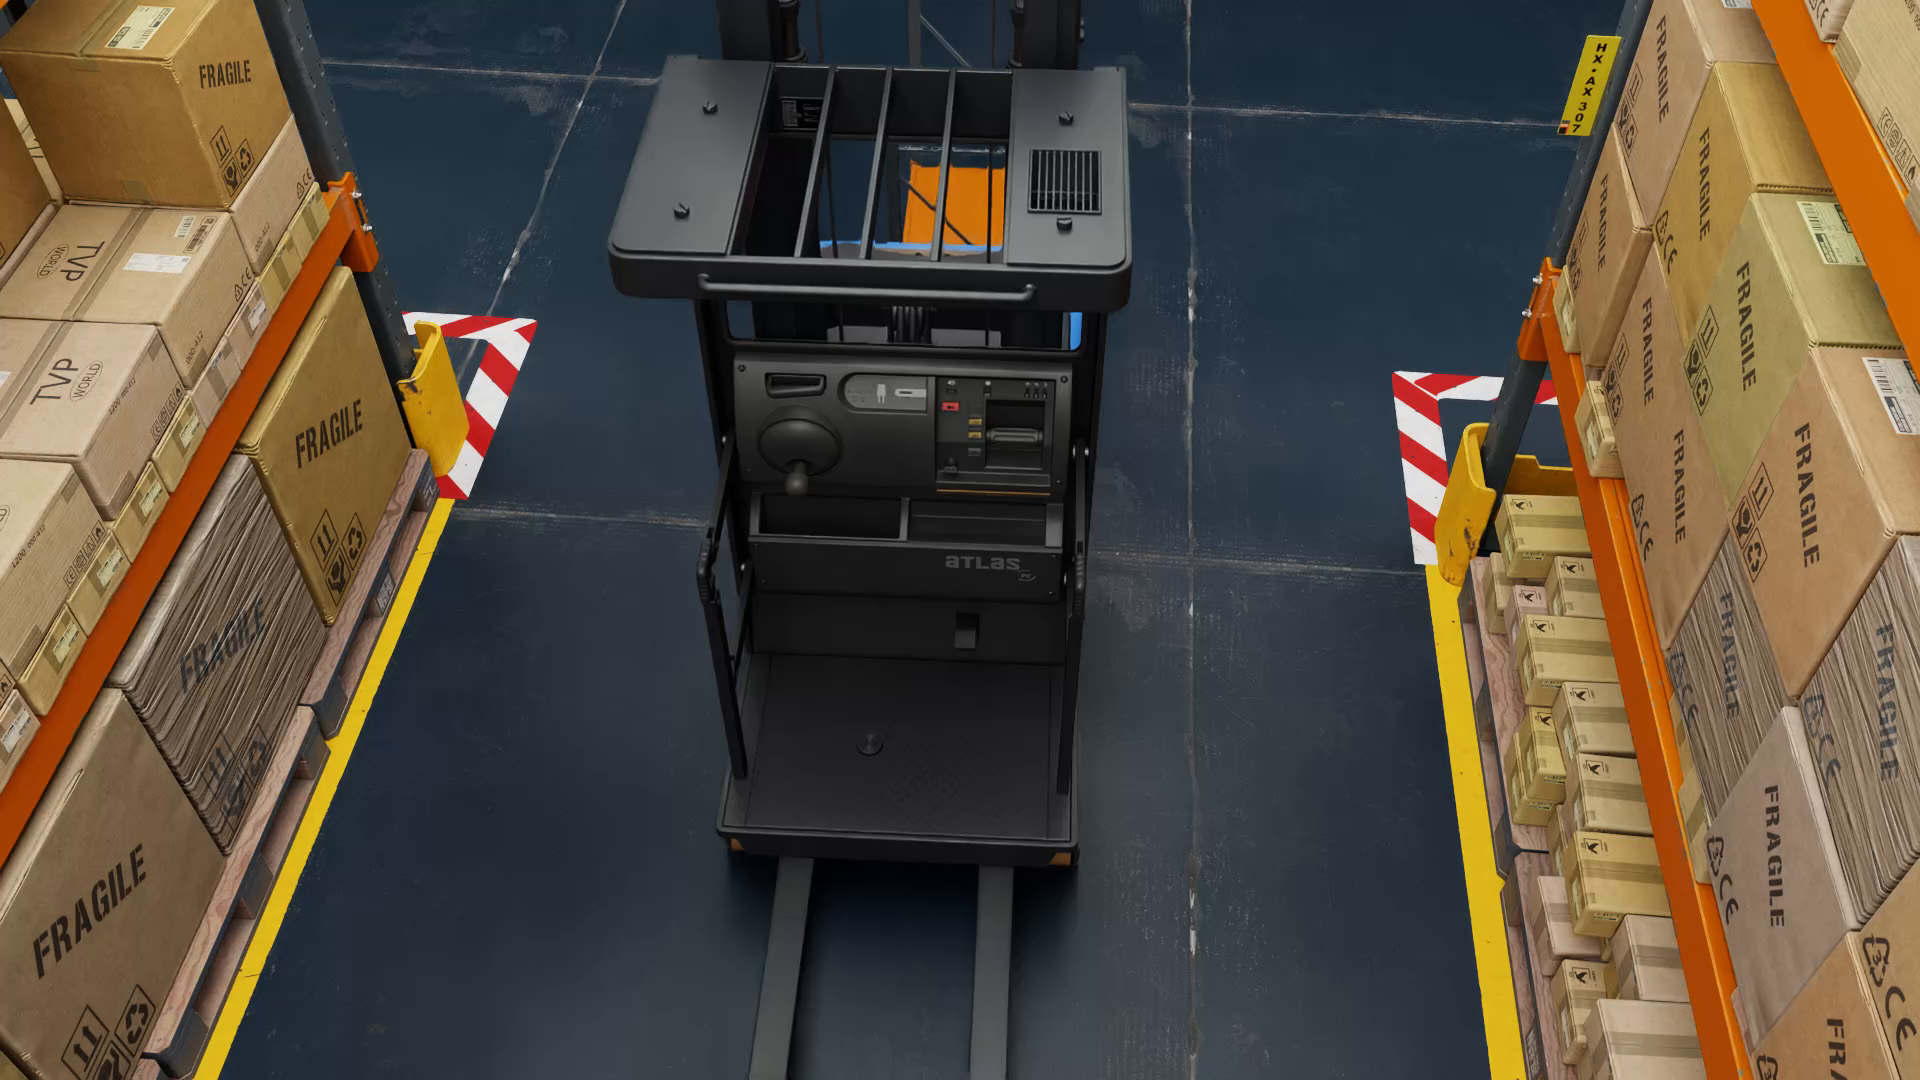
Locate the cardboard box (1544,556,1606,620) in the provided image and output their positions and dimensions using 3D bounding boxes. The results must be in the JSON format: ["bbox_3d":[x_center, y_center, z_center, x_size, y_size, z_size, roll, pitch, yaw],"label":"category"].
[{"bbox_3d":[2.080,0.203,5.276,0.380,0.149,0.250,5,48,4],"label":"cardboard box"}]

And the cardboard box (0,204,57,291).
[{"bbox_3d":[-2.912,-0.730,4.785,0.500,0.250,0.500,3,48,3],"label":"cardboard box"}]

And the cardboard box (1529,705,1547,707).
[{"bbox_3d":[2.047,0.575,5.338,0.380,0.149,0.250,4,48,4],"label":"cardboard box"}]

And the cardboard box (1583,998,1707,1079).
[{"bbox_3d":[1.826,1.327,4.247,0.380,0.149,0.250,2,48,2],"label":"cardboard box"}]

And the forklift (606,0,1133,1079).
[{"bbox_3d":[-0.167,-0.208,4.454,1.130,2.935,3.031,2,48,2],"label":"forklift"}]

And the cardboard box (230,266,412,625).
[{"bbox_3d":[-2.537,-0.346,5.689,0.875,0.875,0.875,4,48,4],"label":"cardboard box"}]

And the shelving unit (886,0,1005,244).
[{"bbox_3d":[0.030,-1.242,6.369,0.587,1.500,1.083,2,48,2],"label":"shelving unit"}]

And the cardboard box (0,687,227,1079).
[{"bbox_3d":[-2.701,0.977,4.479,0.875,0.875,0.875,4,48,4],"label":"cardboard box"}]

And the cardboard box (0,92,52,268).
[{"bbox_3d":[-2.917,-0.998,4.522,0.500,0.500,0.500,3,48,3],"label":"cardboard box"}]

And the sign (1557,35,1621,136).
[{"bbox_3d":[1.831,-1.318,4.836,0.100,0.325,0.005,4,48,4],"label":"sign"}]

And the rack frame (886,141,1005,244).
[{"bbox_3d":[0.003,-0.861,6.021,0.500,1.500,0.032,2,48,2],"label":"rack frame"}]

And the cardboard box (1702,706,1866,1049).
[{"bbox_3d":[1.865,0.695,3.313,0.500,0.500,0.500,4,48,3],"label":"cardboard box"}]

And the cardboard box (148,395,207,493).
[{"bbox_3d":[-2.355,-0.278,4.642,0.380,0.149,0.250,3,48,3],"label":"cardboard box"}]

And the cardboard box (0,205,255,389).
[{"bbox_3d":[-2.385,-0.700,4.758,0.500,0.250,0.500,3,48,3],"label":"cardboard box"}]

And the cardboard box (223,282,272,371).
[{"bbox_3d":[-2.309,-0.652,4.984,0.380,0.149,0.250,4,48,4],"label":"cardboard box"}]

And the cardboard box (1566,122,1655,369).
[{"bbox_3d":[2.055,-0.812,4.691,0.500,0.500,0.500,6,48,5],"label":"cardboard box"}]

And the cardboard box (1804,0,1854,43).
[{"bbox_3d":[2.024,-1.252,3.431,0.500,0.250,0.500,5,48,5],"label":"cardboard box"}]

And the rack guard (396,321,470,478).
[{"bbox_3d":[-2.556,-0.571,6.433,1.175,0.500,0.348,4,48,4],"label":"rack guard"}]

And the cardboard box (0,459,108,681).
[{"bbox_3d":[-2.475,0.057,4.065,0.500,0.250,0.500,4,48,4],"label":"cardboard box"}]

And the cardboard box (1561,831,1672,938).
[{"bbox_3d":[1.885,0.961,4.582,0.380,0.149,0.250,5,48,4],"label":"cardboard box"}]

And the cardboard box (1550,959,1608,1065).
[{"bbox_3d":[1.877,1.332,4.646,0.380,0.149,0.250,4,48,4],"label":"cardboard box"}]

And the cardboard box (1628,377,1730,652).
[{"bbox_3d":[1.975,-0.058,4.001,0.500,0.500,0.500,4,48,4],"label":"cardboard box"}]

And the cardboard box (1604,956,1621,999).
[{"bbox_3d":[1.974,1.264,4.507,0.380,0.149,0.250,6,48,5],"label":"cardboard box"}]

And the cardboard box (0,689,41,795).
[{"bbox_3d":[-2.447,0.480,3.949,0.380,0.149,0.250,4,48,4],"label":"cardboard box"}]

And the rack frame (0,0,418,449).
[{"bbox_3d":[-2.559,-1.397,5.495,1.000,3.000,0.127,4,48,4],"label":"rack frame"}]

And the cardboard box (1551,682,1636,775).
[{"bbox_3d":[1.989,0.568,4.942,0.380,0.149,0.250,2,48,2],"label":"cardboard box"}]

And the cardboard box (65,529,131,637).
[{"bbox_3d":[-2.403,0.095,4.301,0.380,0.149,0.250,5,48,4],"label":"cardboard box"}]

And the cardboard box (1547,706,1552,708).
[{"bbox_3d":[2.053,0.482,5.222,0.380,0.149,0.250,4,48,4],"label":"cardboard box"}]

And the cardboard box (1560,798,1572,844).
[{"bbox_3d":[1.992,0.864,4.872,0.380,0.149,0.250,2,48,2],"label":"cardboard box"}]

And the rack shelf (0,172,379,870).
[{"bbox_3d":[-2.741,0.315,4.416,1.077,0.370,4.000,4,48,4],"label":"rack shelf"}]

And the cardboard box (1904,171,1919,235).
[{"bbox_3d":[1.932,-0.494,2.738,0.500,0.250,0.500,4,48,3],"label":"cardboard box"}]

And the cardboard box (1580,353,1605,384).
[{"bbox_3d":[2.034,-0.499,4.843,0.380,0.149,0.250,5,48,5],"label":"cardboard box"}]

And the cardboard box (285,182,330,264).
[{"bbox_3d":[-2.263,-1.028,5.328,0.380,0.149,0.250,5,48,4],"label":"cardboard box"}]

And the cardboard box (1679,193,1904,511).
[{"bbox_3d":[1.957,-0.397,3.633,0.500,0.500,0.500,3,48,3],"label":"cardboard box"}]

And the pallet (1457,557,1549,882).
[{"bbox_3d":[2.255,0.602,5.556,1.003,0.211,1.213,4,48,4],"label":"pallet"}]

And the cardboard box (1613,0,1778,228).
[{"bbox_3d":[2.066,-1.149,4.321,0.500,0.500,0.500,4,48,3],"label":"cardboard box"}]

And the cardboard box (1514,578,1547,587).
[{"bbox_3d":[2.068,0.099,5.573,0.380,0.149,0.250,6,48,5],"label":"cardboard box"}]

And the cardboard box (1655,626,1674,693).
[{"bbox_3d":[1.969,0.272,4.138,0.380,0.149,0.250,3,48,3],"label":"cardboard box"}]

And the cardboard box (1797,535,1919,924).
[{"bbox_3d":[1.883,0.360,2.941,0.500,0.500,0.500,5,48,5],"label":"cardboard box"}]

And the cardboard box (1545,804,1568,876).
[{"bbox_3d":[1.986,0.950,4.996,0.380,0.149,0.250,4,48,4],"label":"cardboard box"}]

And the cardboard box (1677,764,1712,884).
[{"bbox_3d":[1.871,0.656,3.788,0.380,0.149,0.250,5,48,4],"label":"cardboard box"}]

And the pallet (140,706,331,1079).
[{"bbox_3d":[-2.667,1.031,5.164,1.003,0.211,1.213,4,48,4],"label":"pallet"}]
